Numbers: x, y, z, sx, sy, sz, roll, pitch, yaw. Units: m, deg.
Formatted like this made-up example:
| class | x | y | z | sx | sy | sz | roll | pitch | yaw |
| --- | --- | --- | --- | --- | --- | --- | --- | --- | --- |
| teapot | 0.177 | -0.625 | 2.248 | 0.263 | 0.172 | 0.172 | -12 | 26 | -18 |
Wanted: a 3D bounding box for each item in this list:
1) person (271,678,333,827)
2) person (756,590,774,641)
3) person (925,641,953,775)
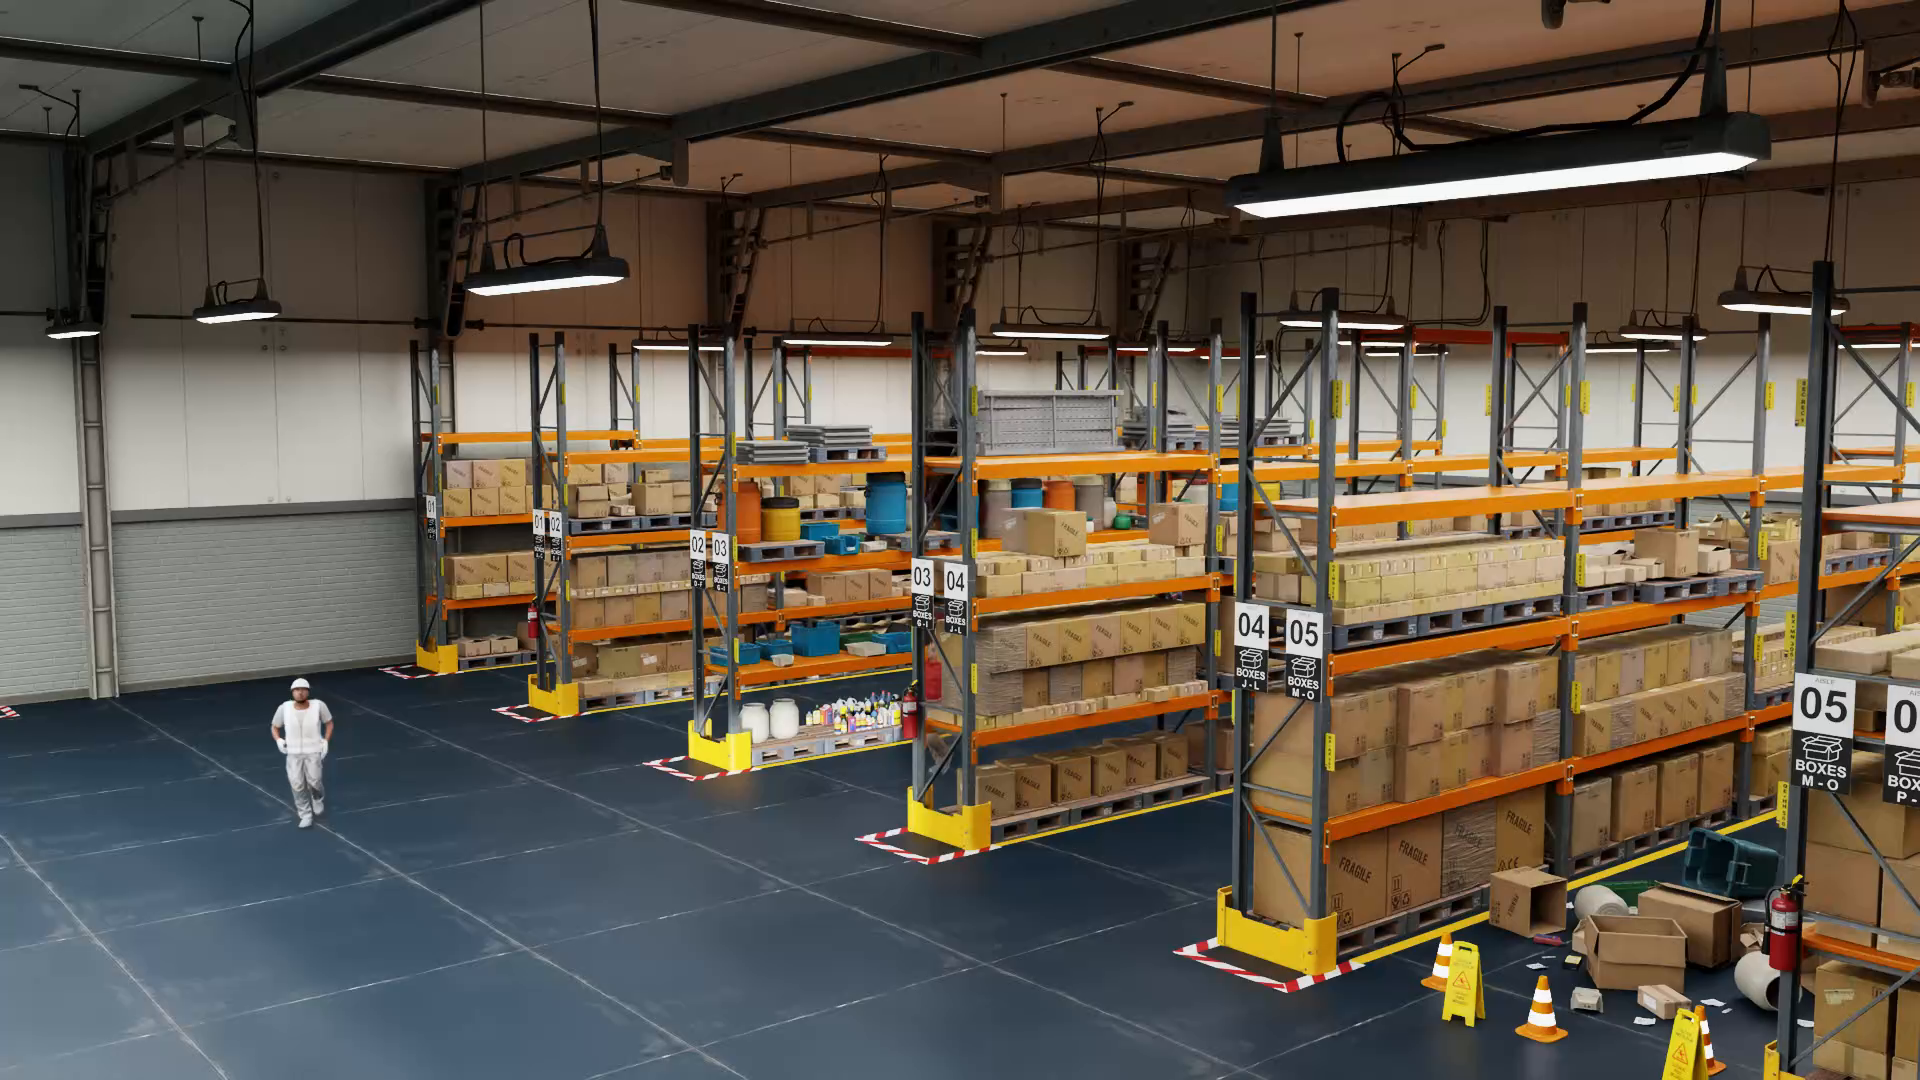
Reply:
| class | x | y | z | sx | sy | sz | roll | pitch | yaw |
| --- | --- | --- | --- | --- | --- | --- | --- | --- | --- |
| person | -7.733 | 2.487 | 19.549 | 0.686 | 1.743 | 0.590 | -1 | 5 | -15 |
| person | -3.598 | 1.497 | 30.899 | 0.592 | 1.638 | 0.886 | 5 | 7 | 43 |
| person | -0.348 | 2.109 | 20.879 | 0.646 | 1.690 | 0.648 | 5 | 7 | 41 |
